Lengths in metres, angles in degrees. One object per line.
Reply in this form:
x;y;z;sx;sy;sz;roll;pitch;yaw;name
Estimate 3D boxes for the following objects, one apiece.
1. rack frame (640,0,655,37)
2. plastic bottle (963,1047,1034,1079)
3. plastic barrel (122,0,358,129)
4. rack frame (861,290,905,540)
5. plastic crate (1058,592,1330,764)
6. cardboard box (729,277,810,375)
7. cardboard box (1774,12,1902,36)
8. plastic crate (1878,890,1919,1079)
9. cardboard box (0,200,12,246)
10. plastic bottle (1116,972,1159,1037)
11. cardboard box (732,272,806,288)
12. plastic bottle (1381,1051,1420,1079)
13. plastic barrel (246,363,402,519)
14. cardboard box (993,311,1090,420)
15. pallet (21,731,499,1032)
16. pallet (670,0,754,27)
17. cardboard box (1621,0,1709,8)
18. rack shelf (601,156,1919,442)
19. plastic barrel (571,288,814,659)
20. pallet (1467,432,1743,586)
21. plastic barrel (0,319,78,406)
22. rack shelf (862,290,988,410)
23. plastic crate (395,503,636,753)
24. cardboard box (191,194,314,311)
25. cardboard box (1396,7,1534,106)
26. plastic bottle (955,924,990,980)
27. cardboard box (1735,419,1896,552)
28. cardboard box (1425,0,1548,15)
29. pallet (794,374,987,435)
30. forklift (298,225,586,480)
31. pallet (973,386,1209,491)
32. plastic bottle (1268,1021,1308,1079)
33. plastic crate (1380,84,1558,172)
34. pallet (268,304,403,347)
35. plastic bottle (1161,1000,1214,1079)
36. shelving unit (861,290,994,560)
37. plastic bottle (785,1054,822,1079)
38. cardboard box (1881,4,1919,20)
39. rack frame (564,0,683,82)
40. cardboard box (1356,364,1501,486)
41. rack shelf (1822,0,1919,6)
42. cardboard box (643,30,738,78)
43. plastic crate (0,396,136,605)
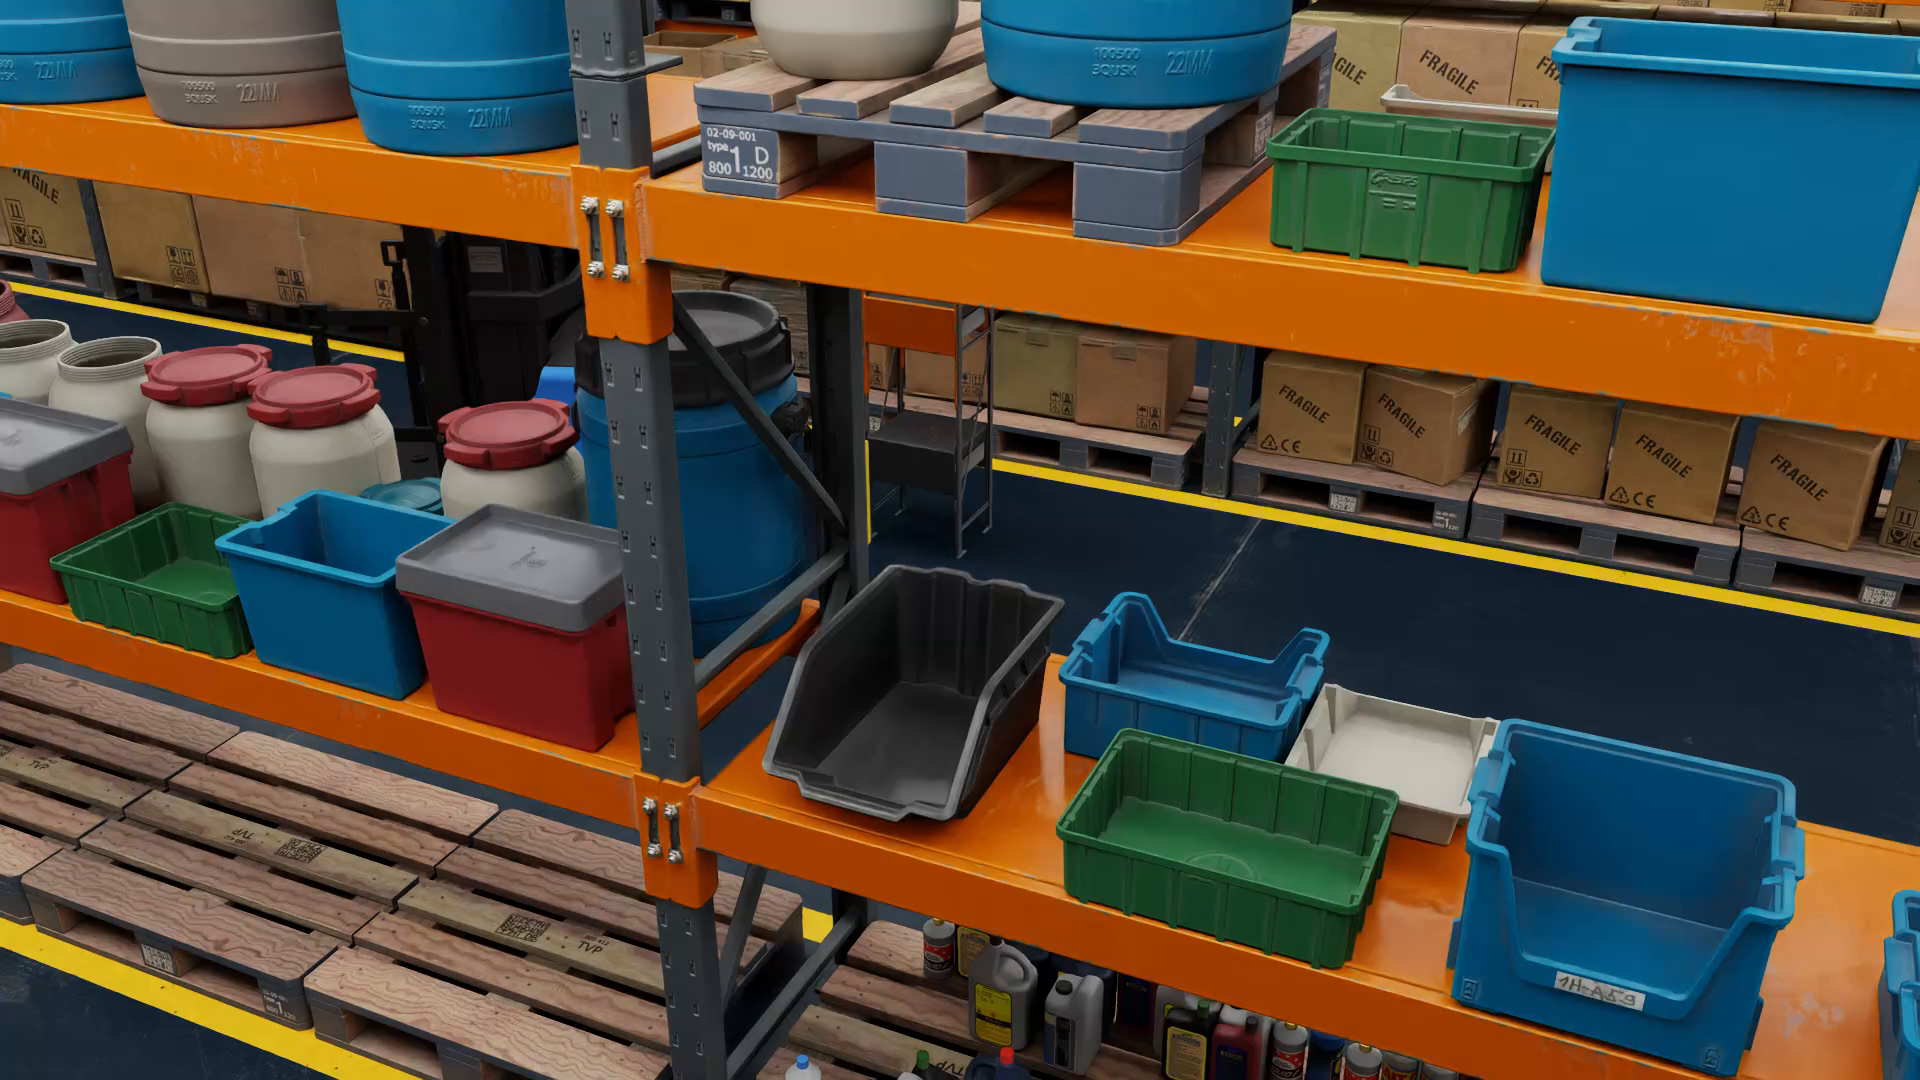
-2.114;-2.500;9.931;0.127;3.000;1.000;11;28;22;rack frame
0.100;1.471;4.368;0.185;0.351;0.144;11;28;22;plastic bottle
-1.671;-1.473;3.882;0.600;0.901;0.600;0;26;0;plastic barrel
-0.373;-1.017;7.938;0.015;2.100;0.400;11;28;22;rack frame
0.597;0.383;4.244;0.616;0.251;0.499;11;28;22;plastic crate
-0.985;-1.365;9.958;0.500;0.500;0.700;9;28;18;cardboard box
3.873;-2.059;7.454;0.500;0.500;0.500;11;28;22;cardboard box
1.950;0.929;3.135;0.408;0.251;0.499;11;28;22;plastic crate
-7.142;-2.784;12.438;0.875;0.875;0.875;11;28;22;cardboard box
0.523;1.295;4.802;0.133;0.283;0.061;13;29;25;plastic bottle
-1.004;-1.709;9.807;0.500;0.250;0.500;15;30;28;cardboard box
1.194;1.444;4.513;0.097;0.271;0.097;0;26;0;plastic bottle
-1.971;-0.235;5.177;0.433;0.535;0.433;0;26;0;plastic barrel
0.551;-1.060;9.339;0.500;0.500;0.700;11;28;21;cardboard box
-2.368;1.124;5.728;1.213;0.211;1.003;11;28;22;pallet
-1.788;-4.735;14.688;1.213;0.211;1.003;11;28;22;pallet
4.978;-4.007;11.600;0.550;0.550;0.875;11;28;22;cardboard box
1.298;-0.434;3.154;4.000;0.370;1.077;11;28;22;rack shelf
-0.749;-0.194;4.681;0.708;0.901;0.600;11;28;22;plastic barrel
3.268;-0.186;8.389;1.213;0.211;1.003;11;28;22;pallet
-3.139;-0.456;5.654;0.421;0.512;0.421;0;26;0;plastic barrel
-0.151;-0.960;7.854;0.480;0.518;0.431;11;28;22;rack shelf
-1.090;0.229;4.316;0.583;0.464;0.402;11;28;22;plastic crate
-4.350;-2.194;11.241;0.875;0.875;1.225;10;28;20;cardboard box
2.288;-2.120;7.578;0.500;0.500;0.500;11;28;22;cardboard box
0.052;1.200;4.994;0.133;0.283;0.061;13;29;24;plastic bottle
4.049;-0.320;7.859;0.500;0.500;0.500;20;33;35;cardboard box
2.507;-2.333;8.010;0.500;0.500;0.500;11;28;22;cardboard box
-0.297;-0.881;9.801;1.213;0.211;1.003;11;28;22;pallet
-2.540;-1.340;7.653;3.031;2.935;1.130;1;26;3;forklift
0.818;-0.659;9.349;1.213;0.211;1.003;11;28;22;pallet
0.917;1.419;4.641;0.097;0.201;0.097;0;26;0;plastic bottle
1.106;-0.873;3.530;0.396;0.136;0.243;11;28;22;plastic crate
-3.907;-1.647;11.356;1.213;0.211;1.003;11;28;22;pallet
0.632;1.387;4.615;0.133;0.283;0.061;11;28;22;plastic bottle
-0.151;-0.972;7.848;0.503;2.100;0.431;11;28;22;shelving unit
-0.414;1.485;4.430;0.097;0.271;0.097;0;26;0;plastic bottle
6.453;-3.711;11.000;0.550;0.550;0.875;11;28;22;cardboard box
-0.523;-2.468;3.075;0.127;3.000;1.000;11;28;22;rack frame
2.399;-0.644;8.517;0.500;0.500;0.500;22;34;38;cardboard box
3.348;-2.426;7.199;4.000;0.370;1.077;11;28;22;rack shelf
-1.606;-2.650;9.648;0.500;0.500;0.500;8;27;15;cardboard box
-2.820;-0.118;5.022;0.583;0.464;0.402;11;28;22;plastic crate
